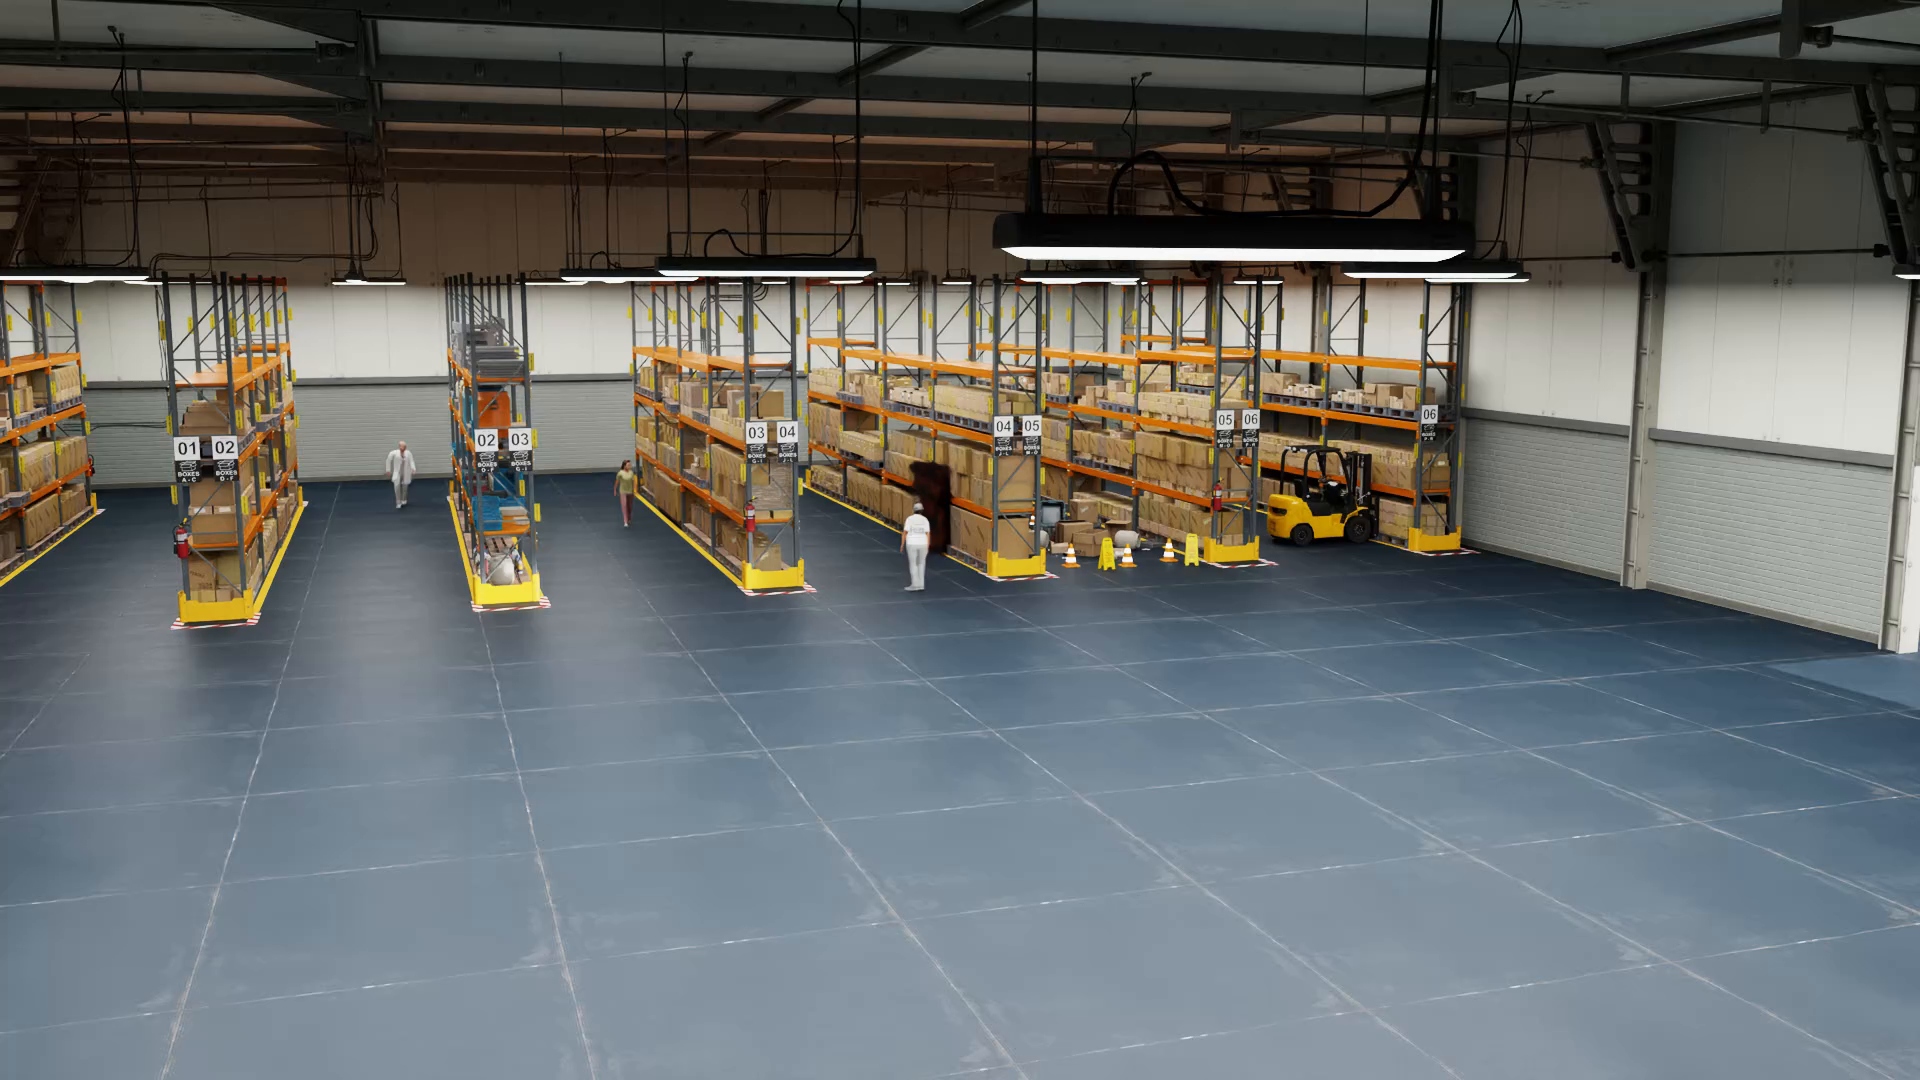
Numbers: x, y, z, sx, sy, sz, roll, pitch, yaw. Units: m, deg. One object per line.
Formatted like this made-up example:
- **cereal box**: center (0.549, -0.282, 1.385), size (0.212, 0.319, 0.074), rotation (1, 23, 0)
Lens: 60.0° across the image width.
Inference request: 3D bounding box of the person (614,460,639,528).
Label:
- **person**: center (-8.048, -1.017, 40.154), size (0.579, 1.371, 1.039), rotation (-3, 9, -19)

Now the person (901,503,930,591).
- **person**: center (-0.857, 0.137, 31.729), size (0.552, 1.690, 0.454), rotation (-2, 9, -14)

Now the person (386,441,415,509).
- **person**: center (-14.752, -1.704, 43.869), size (0.747, 1.809, 0.918), rotation (-2, 9, -15)
